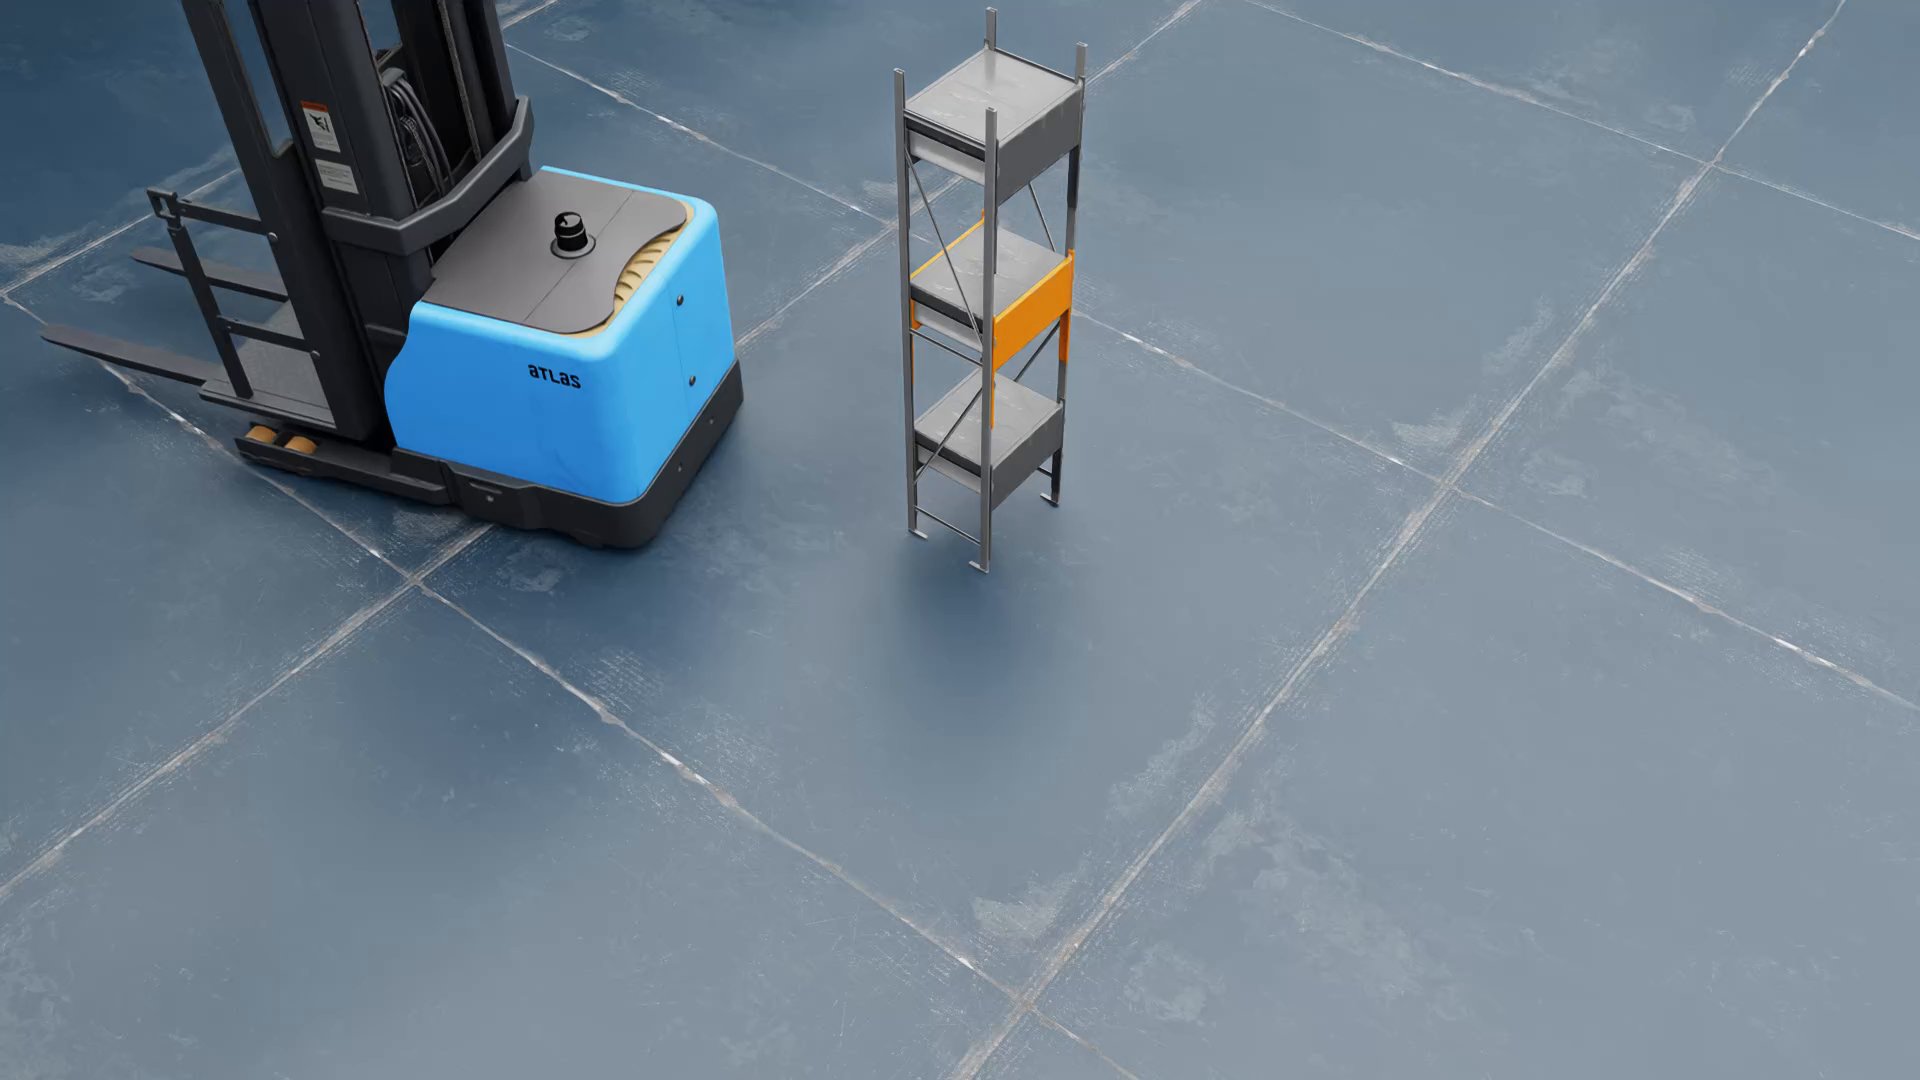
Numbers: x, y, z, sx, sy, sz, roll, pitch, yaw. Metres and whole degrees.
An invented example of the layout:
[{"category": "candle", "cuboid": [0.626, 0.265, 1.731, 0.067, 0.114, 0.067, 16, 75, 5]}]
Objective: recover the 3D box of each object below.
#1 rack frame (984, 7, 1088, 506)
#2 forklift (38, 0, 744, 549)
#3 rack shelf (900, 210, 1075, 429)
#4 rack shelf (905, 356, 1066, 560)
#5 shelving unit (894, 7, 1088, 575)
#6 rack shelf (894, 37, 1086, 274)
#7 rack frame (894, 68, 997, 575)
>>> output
[{"category": "rack frame", "cuboid": [0.250, -0.960, 6.215, 0.400, 2.100, 0.015, 29, 53, 25]}, {"category": "forklift", "cuboid": [-2.515, -1.629, 6.279, 3.031, 2.935, 1.130, 14, 48, 13]}, {"category": "rack shelf", "cuboid": [0.101, -0.811, 6.091, 0.431, 0.518, 0.480, 29, 53, 25]}, {"category": "rack shelf", "cuboid": [0.101, -0.327, 6.597, 0.431, 0.518, 0.480, 29, 53, 25]}, {"category": "shelving unit", "cuboid": [0.101, -0.820, 6.081, 0.431, 2.100, 0.503, 29, 53, 25]}, {"category": "rack shelf", "cuboid": [0.101, -1.294, 5.585, 0.431, 0.518, 0.480, 29, 53, 25]}, {"category": "rack frame", "cuboid": [-0.048, -0.680, 5.948, 0.400, 2.100, 0.015, 29, 53, 25]}]
